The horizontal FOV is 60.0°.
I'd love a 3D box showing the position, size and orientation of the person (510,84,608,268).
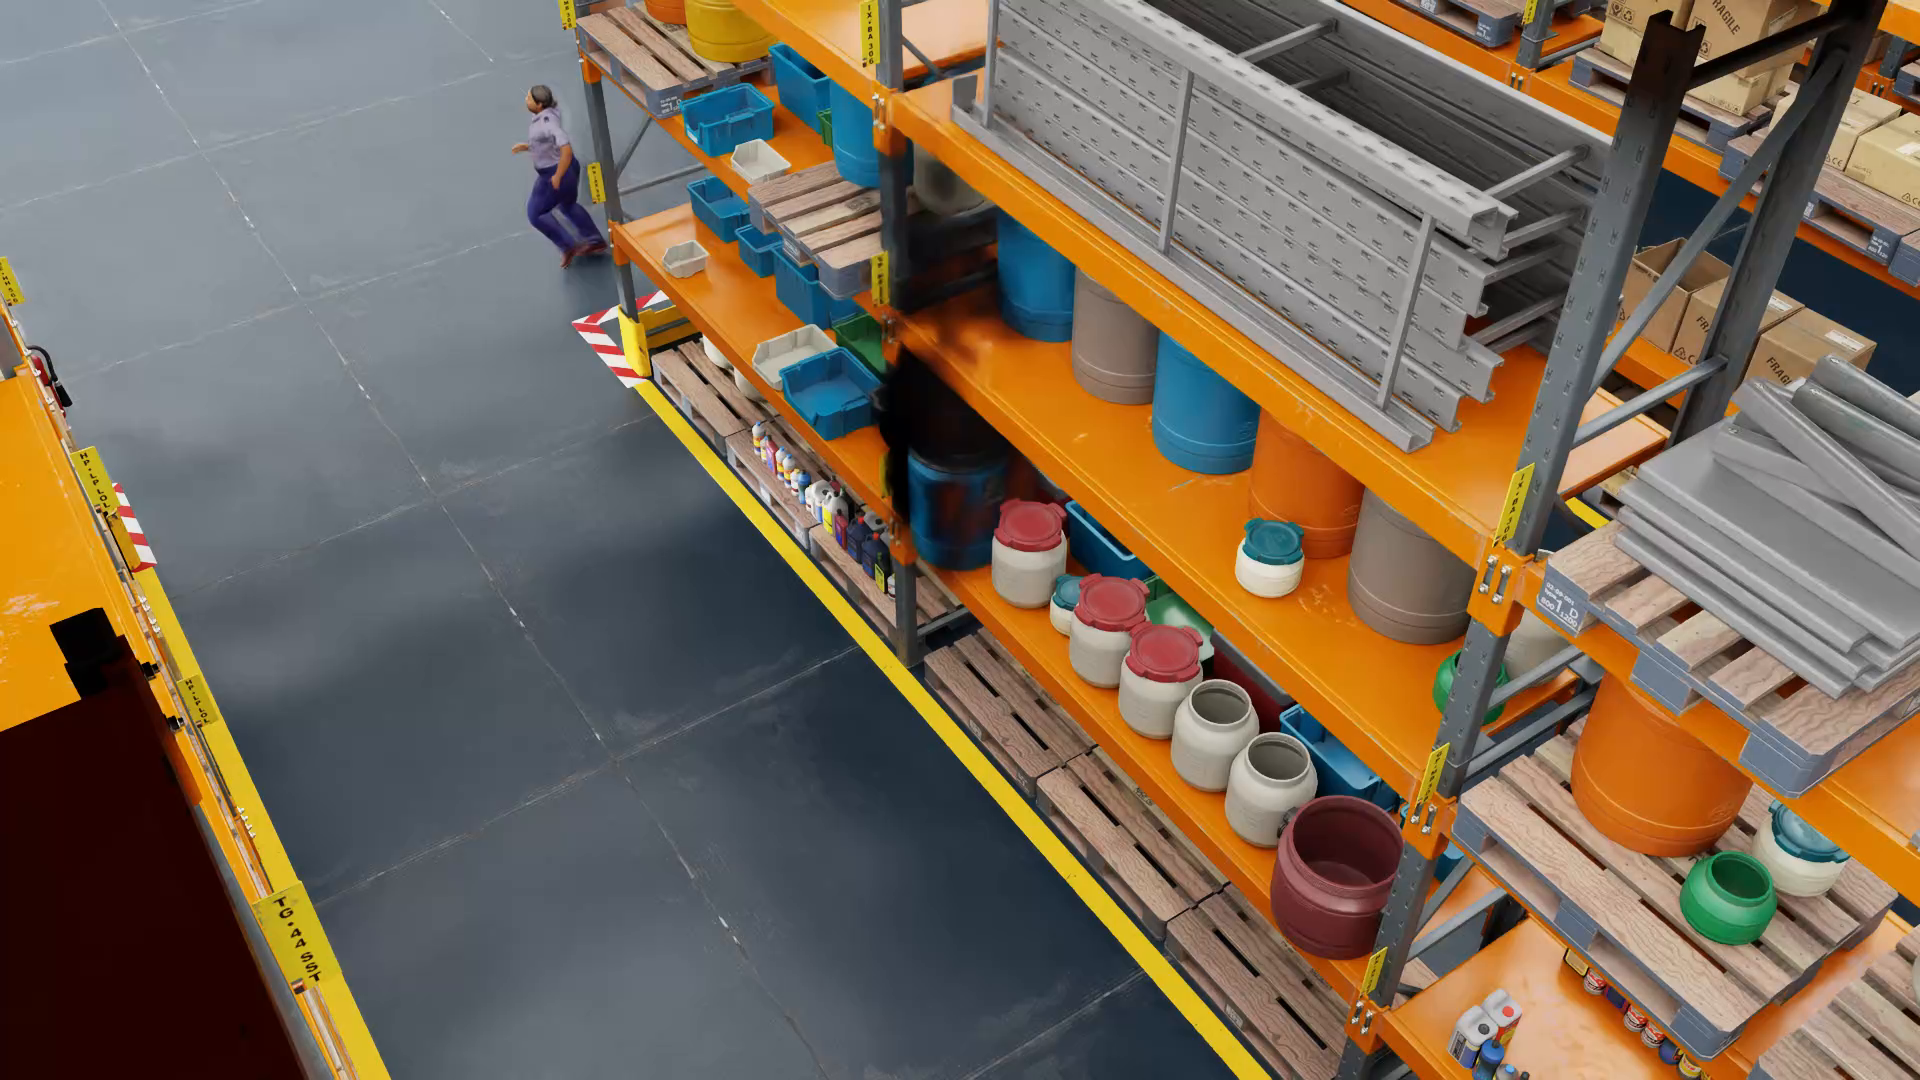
[{"bbox_3d":[-3.383,-3.003,13.856,0.671,1.660,0.628,-1,43,-1],"label":"person"}]
